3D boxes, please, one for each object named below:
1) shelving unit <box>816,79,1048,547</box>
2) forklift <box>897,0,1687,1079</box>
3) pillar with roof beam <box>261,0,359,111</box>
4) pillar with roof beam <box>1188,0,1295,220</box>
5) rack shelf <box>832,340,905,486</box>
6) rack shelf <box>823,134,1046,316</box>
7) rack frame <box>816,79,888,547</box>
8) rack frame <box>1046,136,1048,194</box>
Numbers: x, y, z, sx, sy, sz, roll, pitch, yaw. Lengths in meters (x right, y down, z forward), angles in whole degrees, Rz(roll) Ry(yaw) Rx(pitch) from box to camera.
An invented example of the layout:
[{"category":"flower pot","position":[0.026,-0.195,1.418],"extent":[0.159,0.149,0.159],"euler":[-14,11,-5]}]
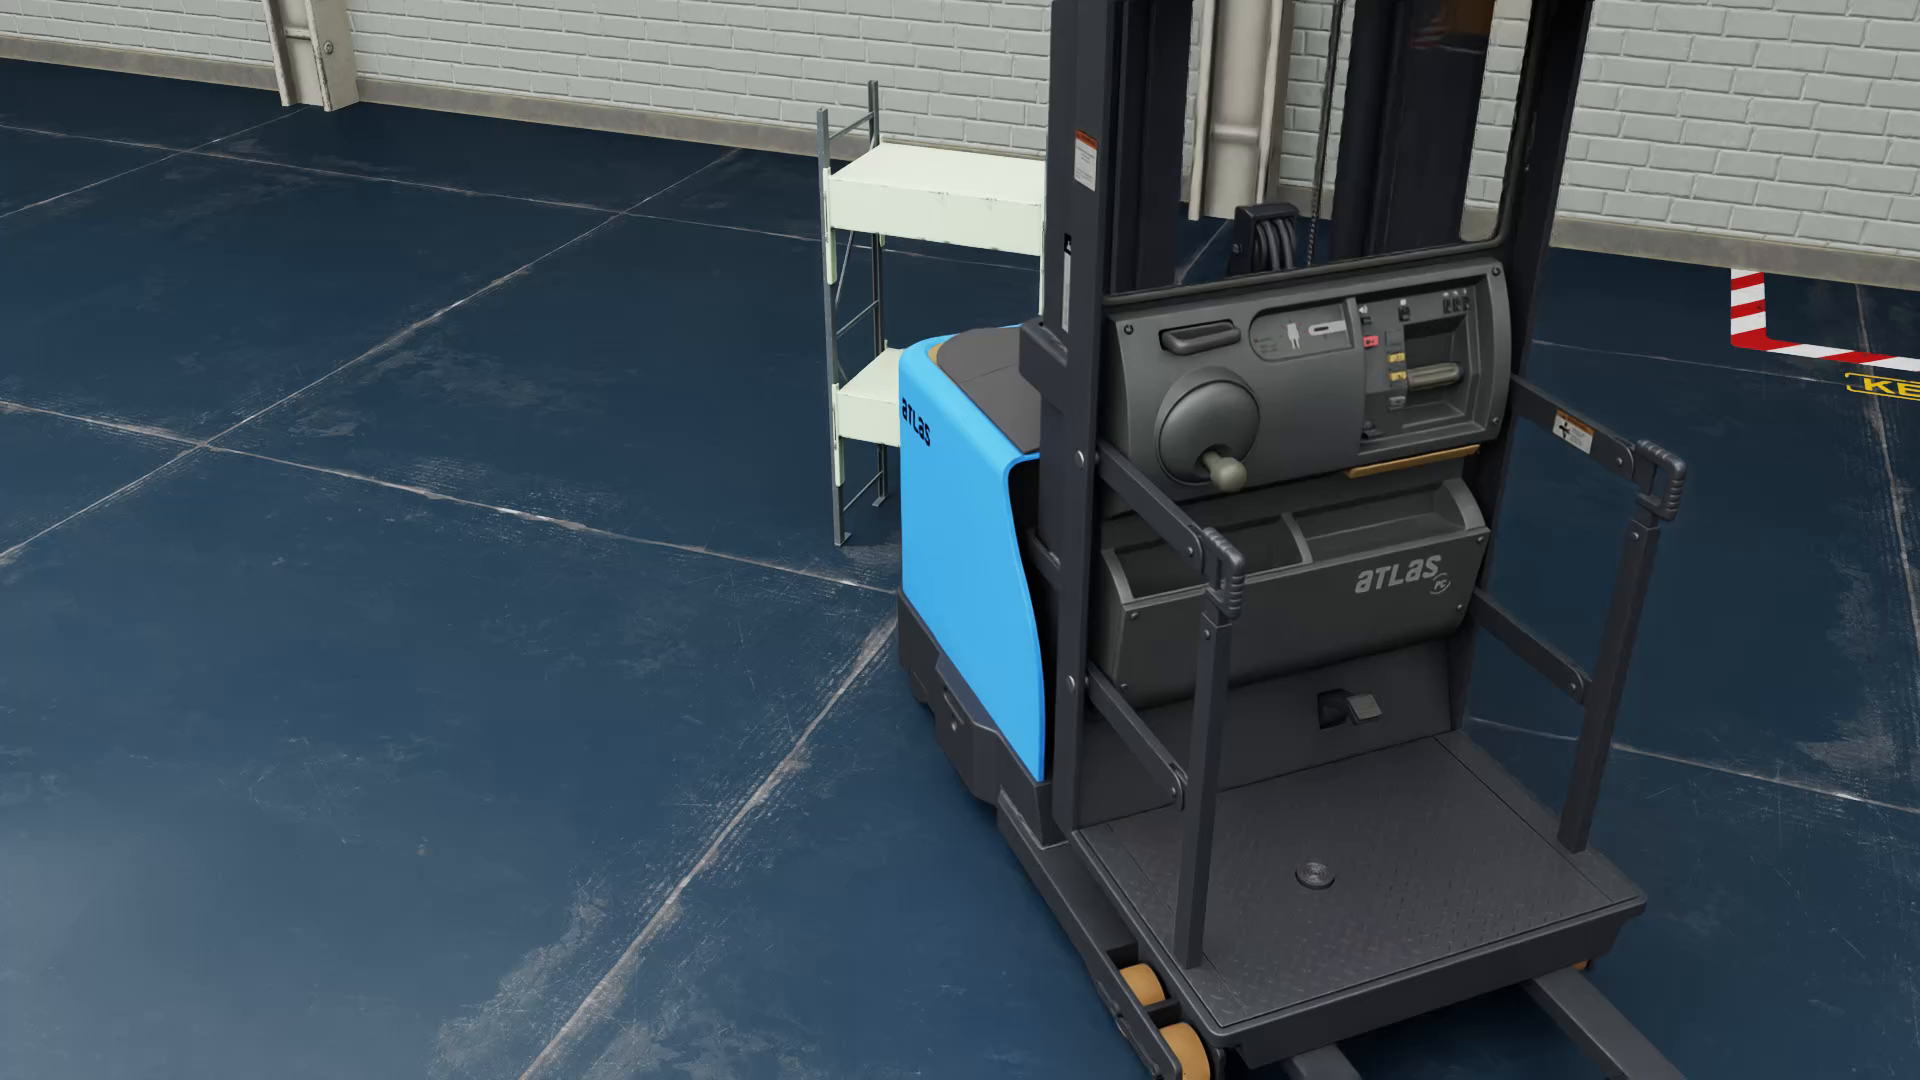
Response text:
[{"category":"shelving unit","position":[-0.006,-0.654,5.383],"extent":[0.755,1.500,0.431],"euler":[11,31,19]},{"category":"forklift","position":[0.833,-0.298,3.298],"extent":[1.130,2.935,3.031],"euler":[-11,31,-19]},{"category":"pillar with roof beam","position":[-5.742,-4.784,5.069],"extent":[0.400,9.000,9.100],"euler":[11,31,19]},{"category":"pillar with roof beam","position":[-0.183,-3.674,3.105],"extent":[0.400,9.000,9.100],"euler":[11,31,19]},{"category":"rack shelf","position":[-0.006,-0.370,5.544],"extent":[0.720,0.370,0.431],"euler":[11,31,19]},{"category":"rack shelf","position":[-0.006,-0.994,5.191],"extent":[0.720,0.370,0.431],"euler":[11,31,19]},{"category":"rack frame","position":[-0.345,-0.722,5.503],"extent":[0.023,1.500,0.400],"euler":[11,31,19]},{"category":"rack frame","position":[0.333,-0.586,5.263],"extent":[0.023,1.500,0.400],"euler":[11,31,19]}]
